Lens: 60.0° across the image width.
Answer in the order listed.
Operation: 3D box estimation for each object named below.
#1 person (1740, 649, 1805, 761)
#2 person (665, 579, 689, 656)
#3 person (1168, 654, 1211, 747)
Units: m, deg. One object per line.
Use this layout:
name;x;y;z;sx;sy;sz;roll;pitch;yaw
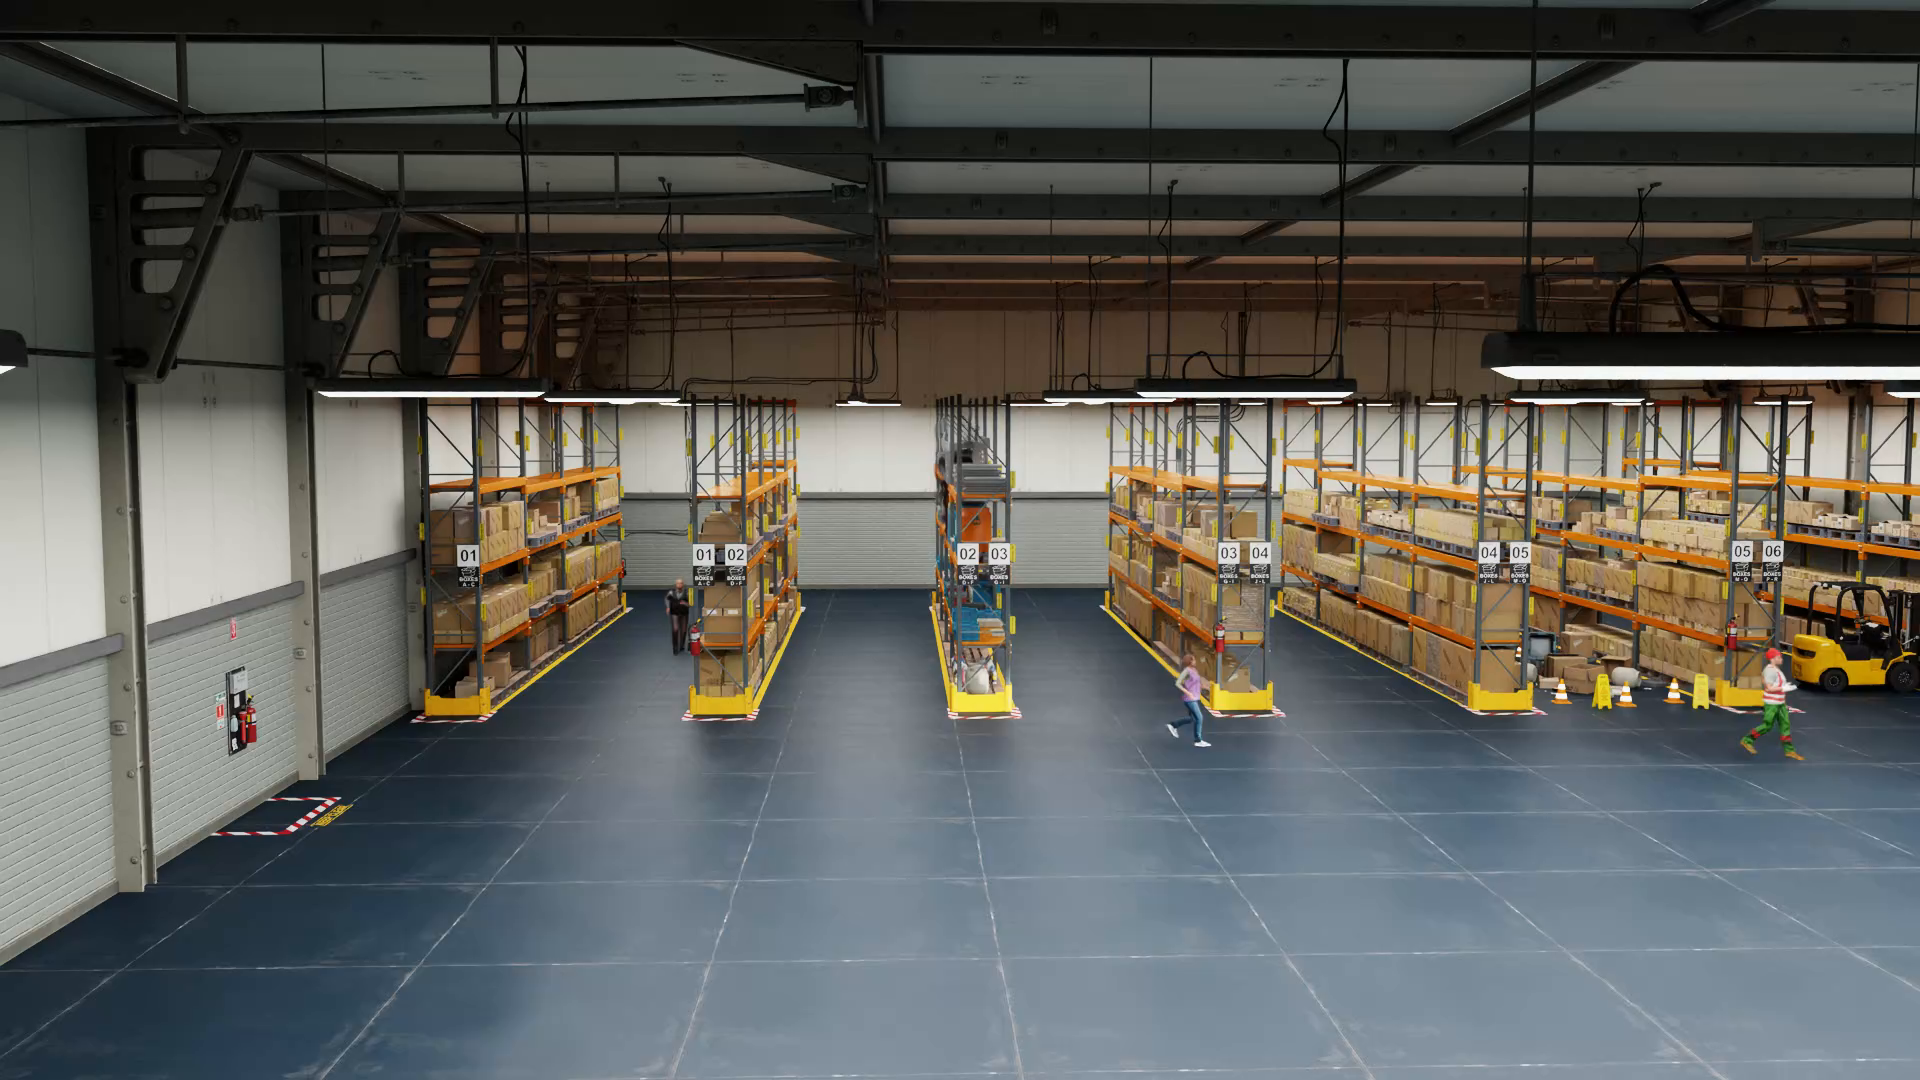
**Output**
person;13.256;2.664;27.079;0.968;1.787;0.647;4;6;40
person;-6.564;1.806;38.902;0.625;1.780;0.767;-1;5;-14
person;3.886;2.758;28.256;0.792;1.476;0.548;2;5;27
